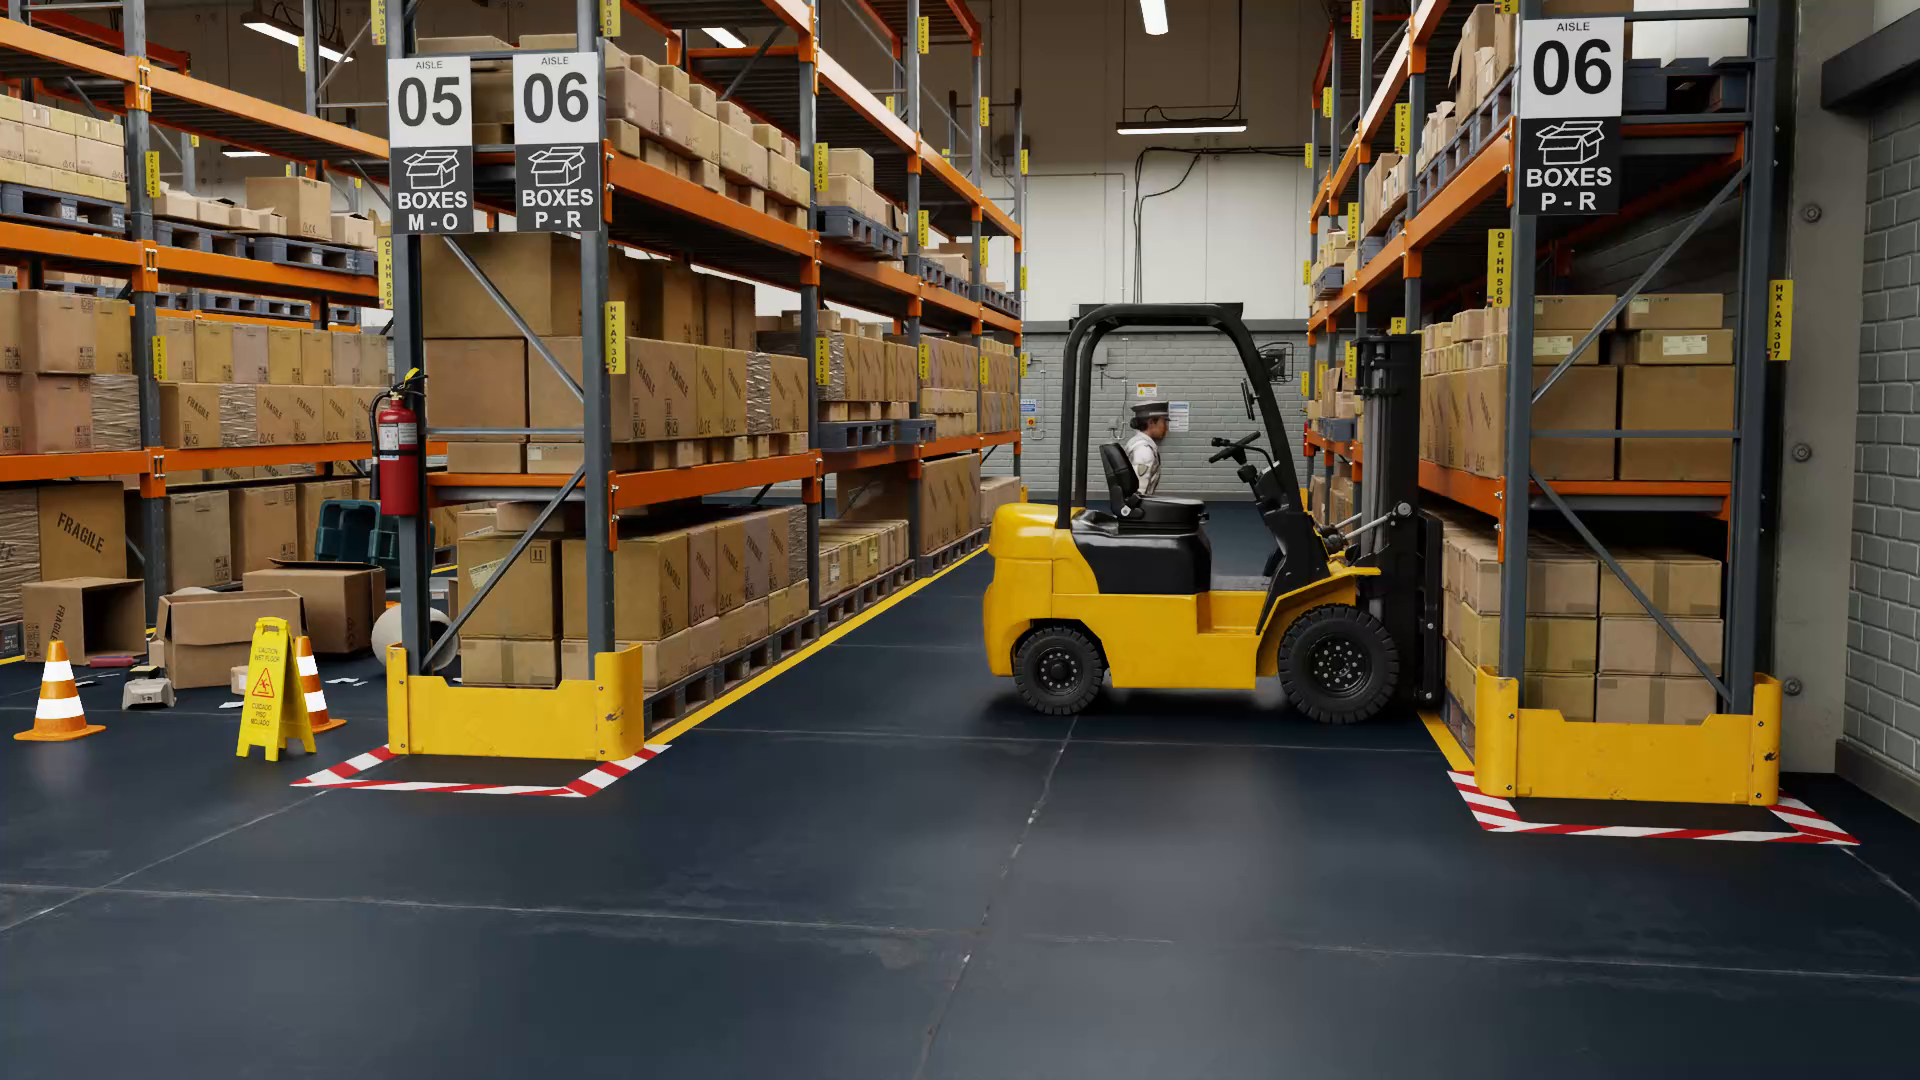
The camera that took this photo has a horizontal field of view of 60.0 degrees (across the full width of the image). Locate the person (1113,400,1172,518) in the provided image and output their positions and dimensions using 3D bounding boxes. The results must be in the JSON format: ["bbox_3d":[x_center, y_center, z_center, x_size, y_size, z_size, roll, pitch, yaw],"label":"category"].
[{"bbox_3d":[1.175,-0.071,10.759,0.376,1.663,0.544,0,5,5],"label":"person"}]
